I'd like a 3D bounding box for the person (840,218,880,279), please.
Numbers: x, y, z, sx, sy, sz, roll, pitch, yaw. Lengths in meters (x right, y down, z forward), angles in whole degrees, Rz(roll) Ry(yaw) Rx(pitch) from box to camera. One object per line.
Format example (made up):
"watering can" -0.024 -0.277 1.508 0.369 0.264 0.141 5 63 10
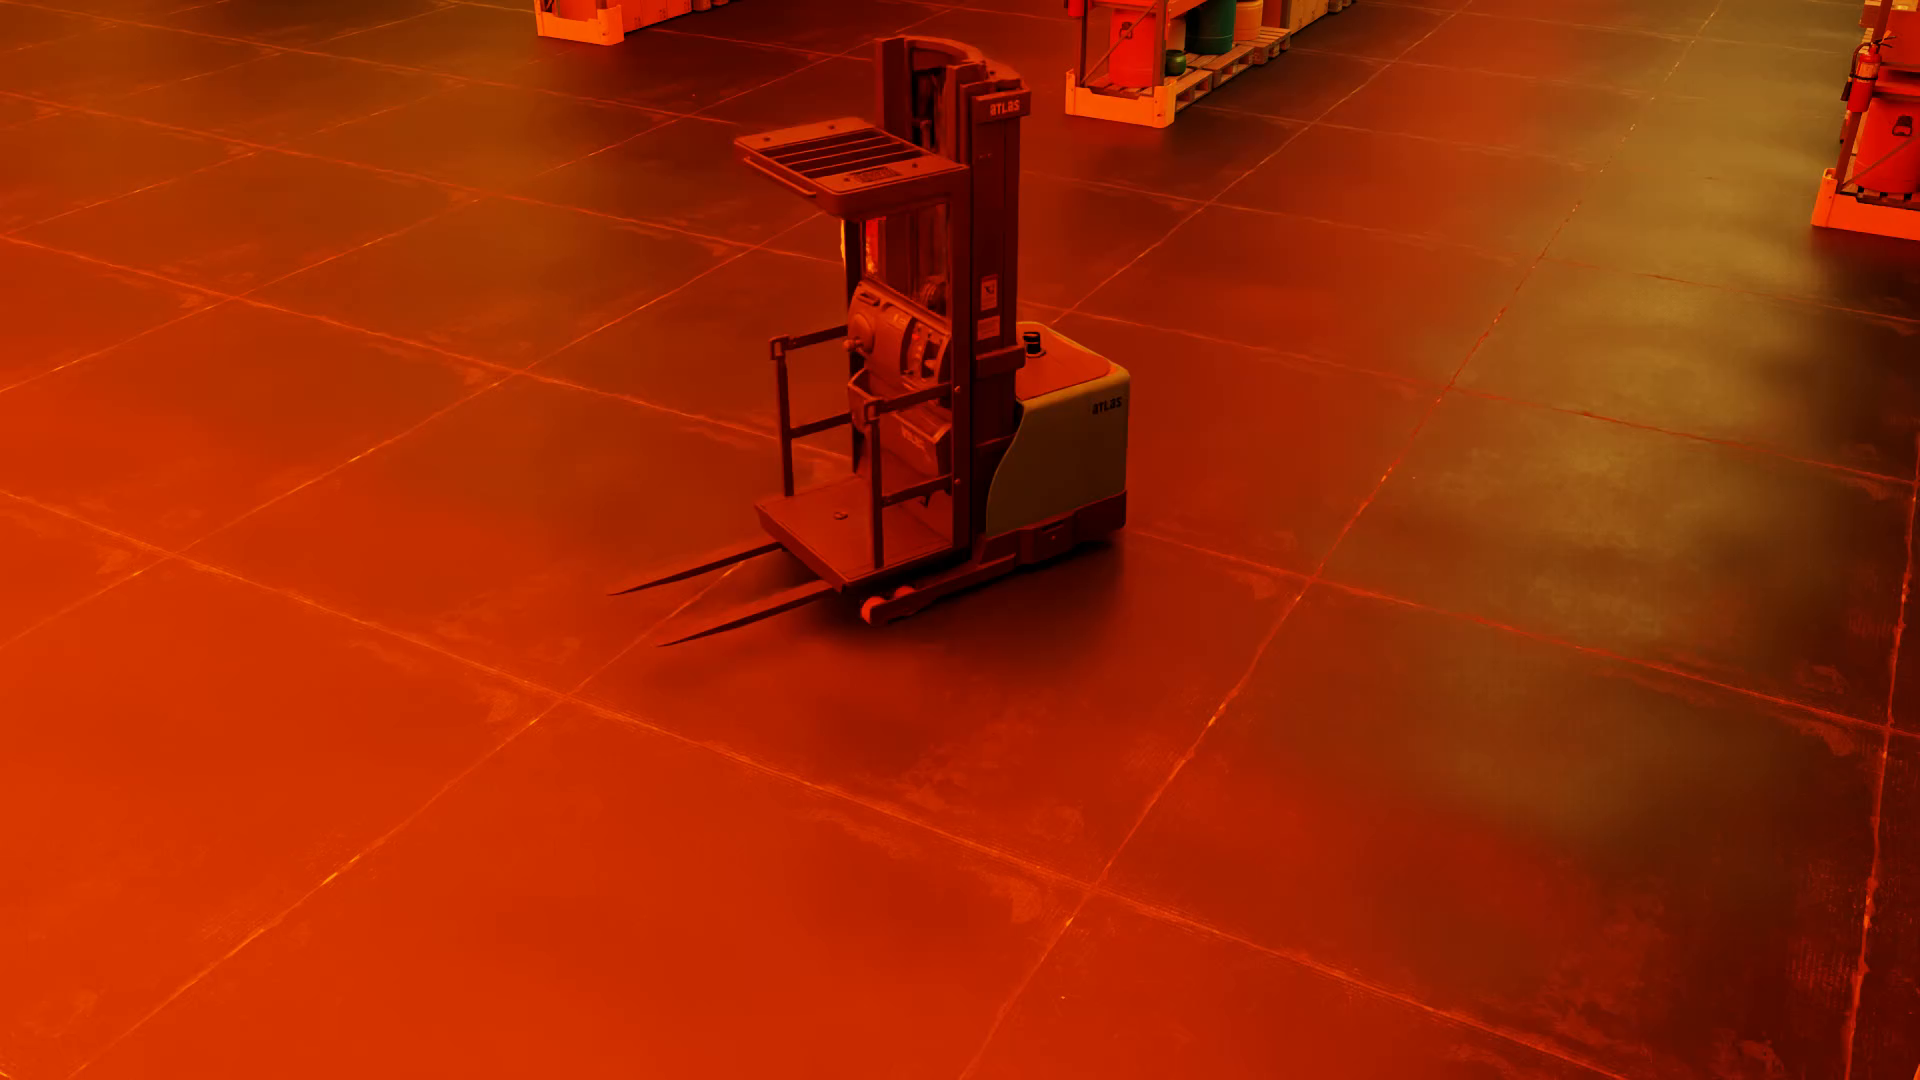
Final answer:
"person" -0.579 -1.911 11.557 0.462 1.759 0.631 -9 31 -15

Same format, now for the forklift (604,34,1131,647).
"forklift" -0.508 -1.091 8.962 3.031 2.935 1.130 -19 35 -29
